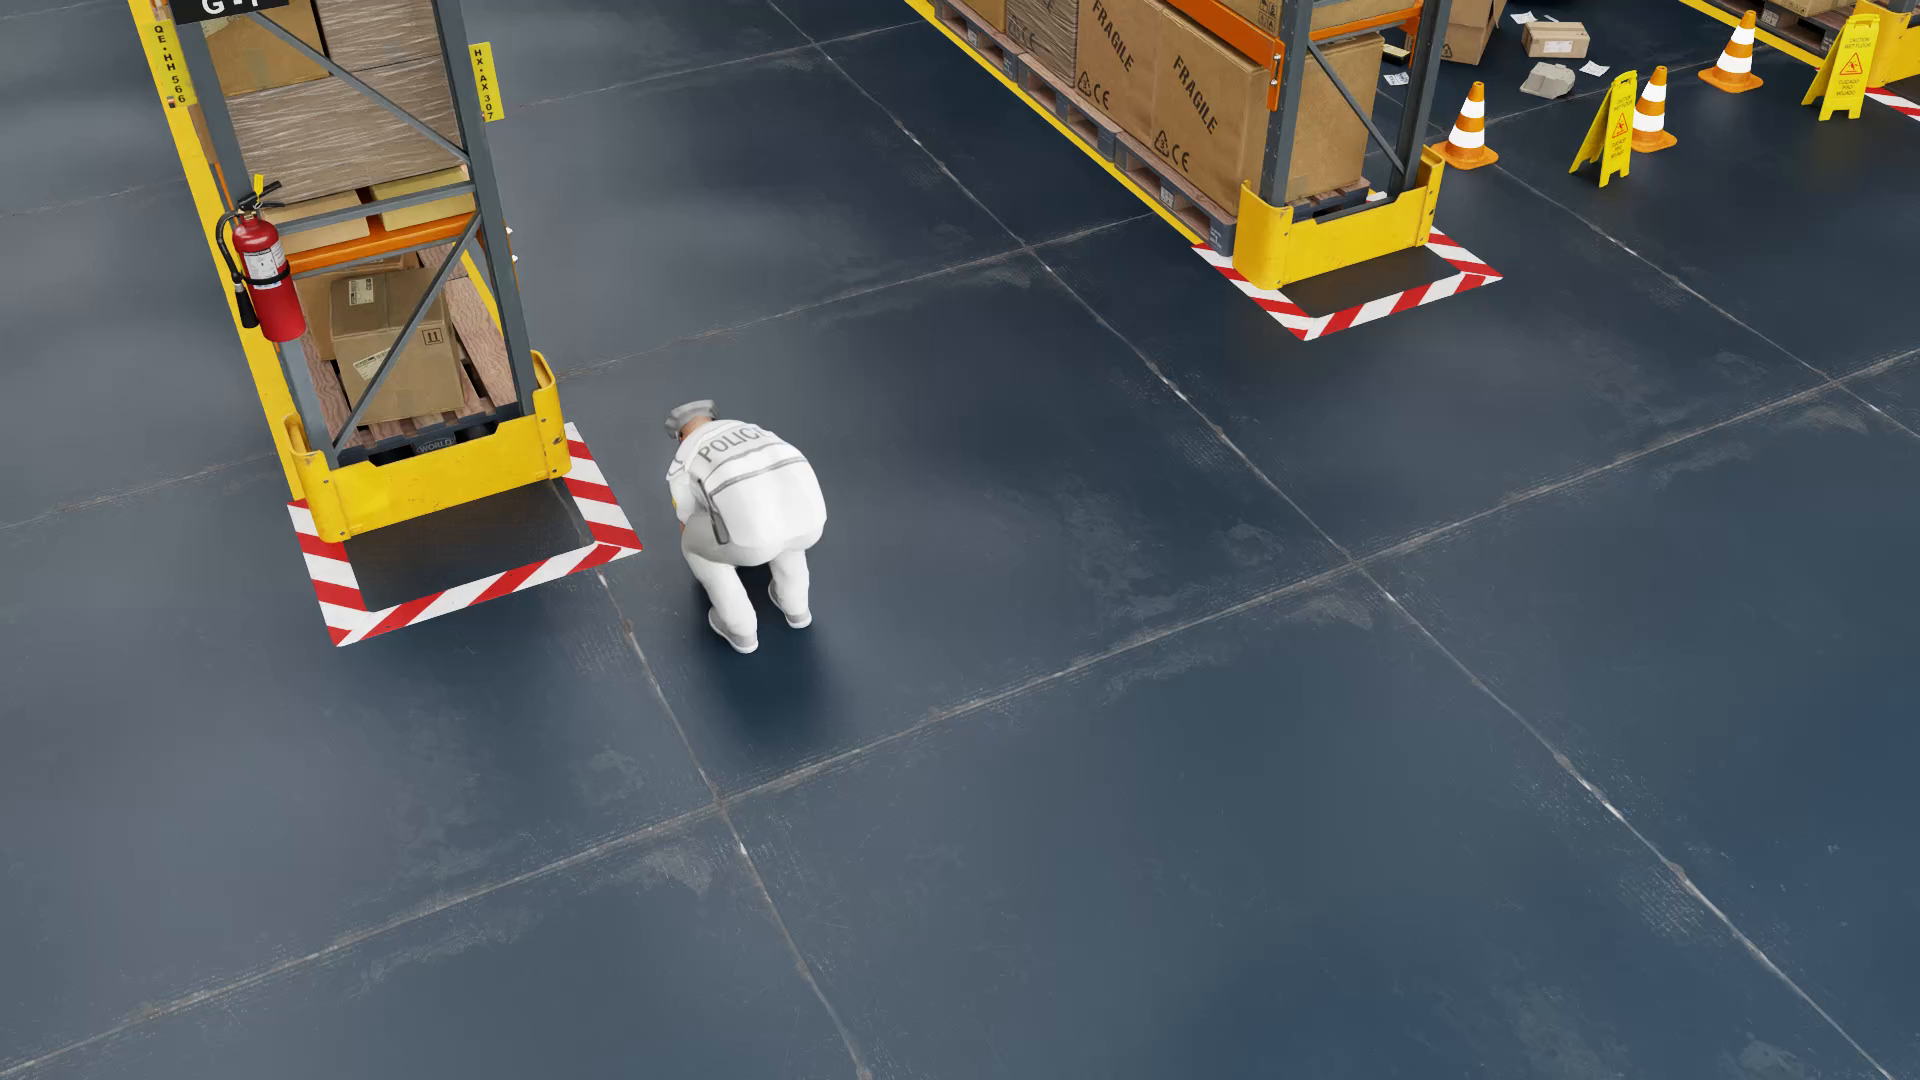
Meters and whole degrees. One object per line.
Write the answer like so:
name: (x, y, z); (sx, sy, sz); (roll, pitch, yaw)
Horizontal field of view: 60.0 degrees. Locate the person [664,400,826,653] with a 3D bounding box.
person: (-0.919, -0.097, 6.898); (0.536, 0.929, 1.025); (-21, 45, -22)
